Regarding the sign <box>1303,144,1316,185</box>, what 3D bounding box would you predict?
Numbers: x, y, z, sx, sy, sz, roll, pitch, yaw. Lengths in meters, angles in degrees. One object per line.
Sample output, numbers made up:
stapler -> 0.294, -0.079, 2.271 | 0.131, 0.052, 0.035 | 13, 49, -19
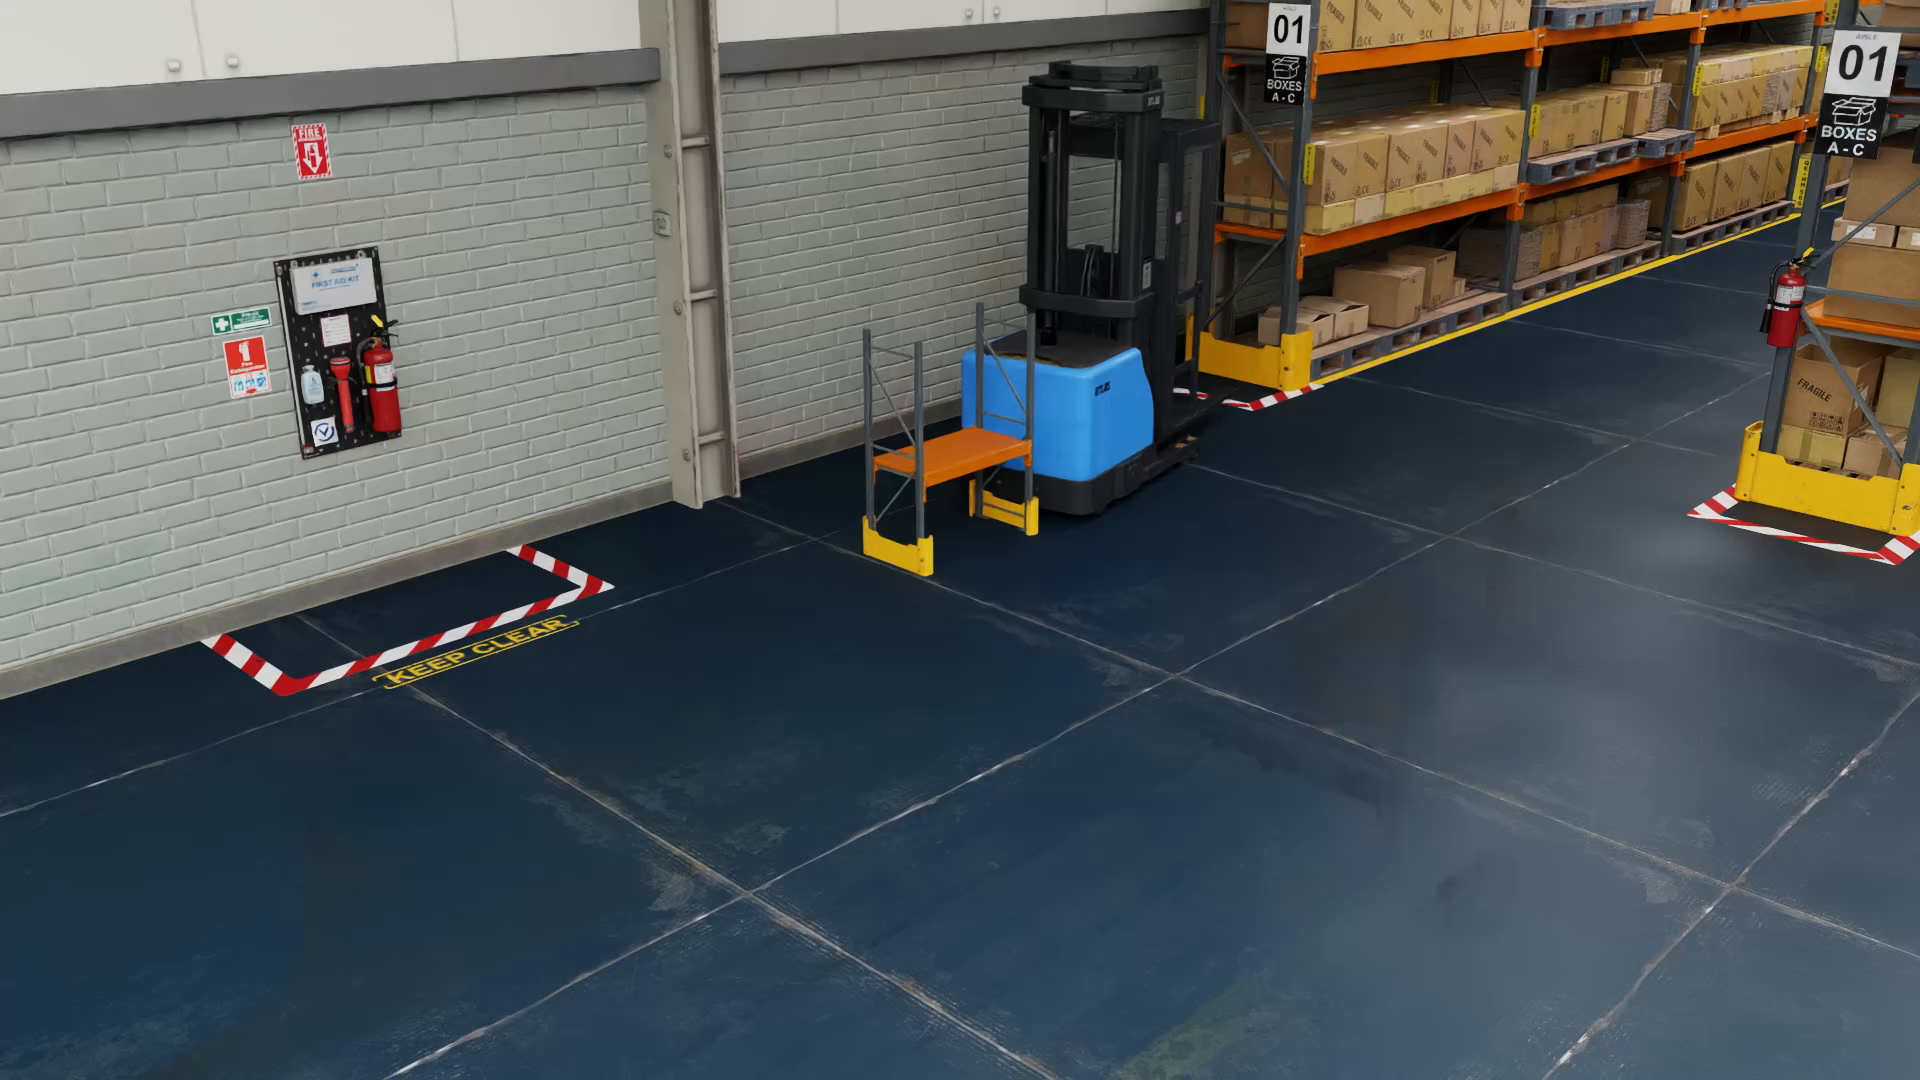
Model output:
sign -> 2.894, -3.117, 13.797 | 0.100, 0.325, 0.005 | 19, 28, 41

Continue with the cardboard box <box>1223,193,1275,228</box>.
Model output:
cardboard box -> 2.692, -2.957, 14.768 | 0.500, 0.250, 0.500 | -20, 28, -41

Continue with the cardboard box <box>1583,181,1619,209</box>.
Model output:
cardboard box -> 7.178, -3.965, 19.035 | 0.500, 0.250, 0.500 | -20, 28, -41

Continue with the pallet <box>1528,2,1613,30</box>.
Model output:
pallet -> 5.802, -5.322, 16.820 | 1.213, 0.211, 1.003 | 19, 28, 41

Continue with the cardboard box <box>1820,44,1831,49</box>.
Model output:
cardboard box -> 12.818, -6.778, 24.111 | 0.980, 0.700, 0.700 | 19, 28, 40

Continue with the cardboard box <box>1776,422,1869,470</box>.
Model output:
cardboard box -> 6.219, -0.734, 12.052 | 0.500, 0.250, 0.500 | 19, 28, 41

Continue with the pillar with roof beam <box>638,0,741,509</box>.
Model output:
pillar with roof beam -> 1.272, -3.426, 7.445 | 9.100, 9.000, 0.400 | 19, 28, 41

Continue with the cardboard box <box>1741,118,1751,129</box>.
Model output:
cardboard box -> 9.732, -5.287, 20.971 | 0.250, 0.149, 0.380 | -19, 28, -40

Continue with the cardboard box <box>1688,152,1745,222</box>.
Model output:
cardboard box -> 9.308, -4.478, 20.954 | 0.750, 0.750, 0.750 | 19, 28, 40

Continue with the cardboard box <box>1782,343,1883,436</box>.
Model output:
cardboard box -> 6.218, -1.085, 11.919 | 0.500, 0.500, 0.500 | 19, 28, 41

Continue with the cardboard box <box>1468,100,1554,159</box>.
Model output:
cardboard box -> 5.675, -4.251, 17.202 | 0.700, 0.500, 0.500 | 19, 28, 41

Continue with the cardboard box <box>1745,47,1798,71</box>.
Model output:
cardboard box -> 10.370, -6.165, 21.307 | 0.500, 0.250, 0.500 | -19, 28, -41

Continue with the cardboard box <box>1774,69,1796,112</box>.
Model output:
cardboard box -> 10.386, -5.813, 21.436 | 0.500, 0.500, 0.500 | 20, 28, 41

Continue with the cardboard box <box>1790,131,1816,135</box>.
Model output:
cardboard box -> 12.134, -5.780, 23.926 | 0.380, 0.149, 0.250 | 19, 28, 40

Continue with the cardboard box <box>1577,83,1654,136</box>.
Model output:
cardboard box -> 7.395, -4.884, 18.847 | 0.700, 0.500, 0.500 | 16, 26, 36

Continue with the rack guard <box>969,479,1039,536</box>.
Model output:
rack guard -> 0.294, -0.225, 11.312 | 0.587, 0.250, 0.087 | 19, 28, 41

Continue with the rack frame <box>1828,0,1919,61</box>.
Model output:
rack frame -> 6.057, -4.410, 10.006 | 1.000, 3.000, 0.127 | 19, 28, 41

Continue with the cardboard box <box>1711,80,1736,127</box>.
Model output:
cardboard box -> 8.980, -5.293, 20.084 | 0.500, 0.500, 0.500 | -19, 28, -40

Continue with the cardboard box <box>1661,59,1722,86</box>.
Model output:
cardboard box -> 8.607, -5.510, 19.602 | 0.500, 0.250, 0.500 | -19, 28, -41

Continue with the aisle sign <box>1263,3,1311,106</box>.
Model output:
aisle sign -> 2.670, -3.969, 13.596 | 0.394, 0.787, 0.004 | 19, 28, 41

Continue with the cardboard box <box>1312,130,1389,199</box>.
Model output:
cardboard box -> 3.405, -3.310, 14.642 | 0.500, 0.500, 0.500 | 19, 28, 41

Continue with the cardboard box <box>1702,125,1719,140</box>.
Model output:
cardboard box -> 8.909, -4.934, 20.052 | 0.250, 0.149, 0.380 | -19, 28, -40

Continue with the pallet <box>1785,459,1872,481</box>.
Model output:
pallet -> 6.560, -0.516, 12.122 | 1.003, 0.211, 1.213 | 19, 28, 41

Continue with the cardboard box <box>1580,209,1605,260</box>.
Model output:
cardboard box -> 6.852, -3.508, 18.891 | 0.700, 0.500, 0.500 | 19, 28, 40

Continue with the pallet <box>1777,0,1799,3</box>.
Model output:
pallet -> 10.272, -6.996, 21.182 | 0.805, 0.209, 1.217 | 18, 27, 39

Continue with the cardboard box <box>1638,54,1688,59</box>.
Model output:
cardboard box -> 8.580, -5.764, 20.263 | 0.500, 0.250, 0.500 | 18, 27, 39

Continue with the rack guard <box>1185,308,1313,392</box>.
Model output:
rack guard -> 2.558, -1.702, 14.805 | 1.175, 0.500, 0.348 | 19, 28, 41

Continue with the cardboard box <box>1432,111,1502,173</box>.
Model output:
cardboard box -> 4.843, -3.838, 16.015 | 0.500, 0.500, 0.500 | 19, 28, 40

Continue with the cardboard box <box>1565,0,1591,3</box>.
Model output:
cardboard box -> 6.164, -5.711, 17.109 | 0.500, 0.311, 0.500 | -19, 28, -40

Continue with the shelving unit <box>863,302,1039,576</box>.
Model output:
shelving unit -> -0.053, -0.680, 10.755 | 0.587, 1.500, 1.083 | 19, 28, 41

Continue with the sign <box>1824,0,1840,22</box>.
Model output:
sign -> 5.678, -3.526, 10.762 | 0.100, 0.325, 0.005 | 19, 28, 41

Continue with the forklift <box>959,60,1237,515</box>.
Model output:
forklift -> 1.201, -2.014, 12.229 | 1.130, 2.935, 3.031 | 13, 24, 30

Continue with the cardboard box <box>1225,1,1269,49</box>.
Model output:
cardboard box -> 2.615, -4.476, 14.190 | 0.500, 0.500, 0.500 | -18, 27, -38

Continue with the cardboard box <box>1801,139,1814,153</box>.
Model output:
cardboard box -> 11.841, -5.475, 23.132 | 0.250, 0.149, 0.380 | -19, 28, -40

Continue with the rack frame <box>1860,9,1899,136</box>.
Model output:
rack frame -> 13.667, -6.962, 25.006 | 1.000, 3.000, 0.127 | 19, 28, 41

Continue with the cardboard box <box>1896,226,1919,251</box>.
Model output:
cardboard box -> 6.485, -2.007, 11.071 | 0.380, 0.149, 0.250 | 19, 28, 40

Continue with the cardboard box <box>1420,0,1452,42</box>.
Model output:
cardboard box -> 4.035, -4.735, 14.865 | 0.500, 0.500, 0.500 | -18, 27, -39

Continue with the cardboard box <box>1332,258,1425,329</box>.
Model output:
cardboard box -> 3.997, -2.365, 15.919 | 0.700, 0.500, 0.500 | 17, 27, 37

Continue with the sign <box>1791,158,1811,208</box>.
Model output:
sign -> 5.678, -2.400, 11.195 | 0.100, 0.325, 0.005 | 19, 28, 41

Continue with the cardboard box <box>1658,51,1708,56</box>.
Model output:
cardboard box -> 8.940, -5.895, 20.604 | 0.500, 0.250, 0.500 | 18, 28, 39

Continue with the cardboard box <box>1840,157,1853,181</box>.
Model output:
cardboard box -> 12.551, -5.528, 24.175 | 0.700, 0.500, 0.500 | 18, 27, 39

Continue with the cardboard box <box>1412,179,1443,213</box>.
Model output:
cardboard box -> 4.139, -3.230, 15.479 | 0.500, 0.250, 0.500 | 20, 28, 41

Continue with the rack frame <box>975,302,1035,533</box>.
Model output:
rack frame -> 0.295, -0.809, 11.088 | 0.500, 1.500, 0.032 | 19, 28, 41

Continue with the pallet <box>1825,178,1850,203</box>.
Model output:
pallet -> 12.314, -5.123, 24.109 | 1.003, 0.211, 1.213 | 19, 28, 41

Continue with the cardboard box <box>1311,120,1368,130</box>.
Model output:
cardboard box -> 3.397, -3.574, 15.327 | 0.500, 0.500, 0.500 | 18, 28, 39

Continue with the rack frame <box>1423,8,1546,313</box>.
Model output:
rack frame -> 5.295, -3.877, 16.981 | 1.000, 3.000, 0.127 | 19, 28, 41

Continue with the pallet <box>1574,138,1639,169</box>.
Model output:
pallet -> 6.734, -4.297, 18.340 | 1.003, 0.211, 1.213 | 19, 28, 41

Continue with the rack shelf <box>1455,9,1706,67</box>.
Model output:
rack shelf -> 6.691, -5.456, 17.909 | 1.077, 0.370, 4.000 | 19, 28, 41

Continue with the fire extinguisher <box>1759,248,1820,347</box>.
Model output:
fire extinguisher -> 5.641, -1.660, 11.320 | 0.296, 0.674, 0.183 | 19, 28, 41

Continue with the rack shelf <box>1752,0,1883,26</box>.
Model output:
rack shelf -> 12.271, -7.512, 23.260 | 1.077, 0.370, 4.000 | 19, 28, 41

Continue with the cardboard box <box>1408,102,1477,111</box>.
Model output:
cardboard box -> 4.818, -4.098, 16.691 | 0.500, 0.500, 0.500 | 18, 28, 39

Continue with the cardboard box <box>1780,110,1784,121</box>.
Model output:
cardboard box -> 10.471, -5.542, 21.634 | 0.250, 0.149, 0.380 | -19, 28, -40
